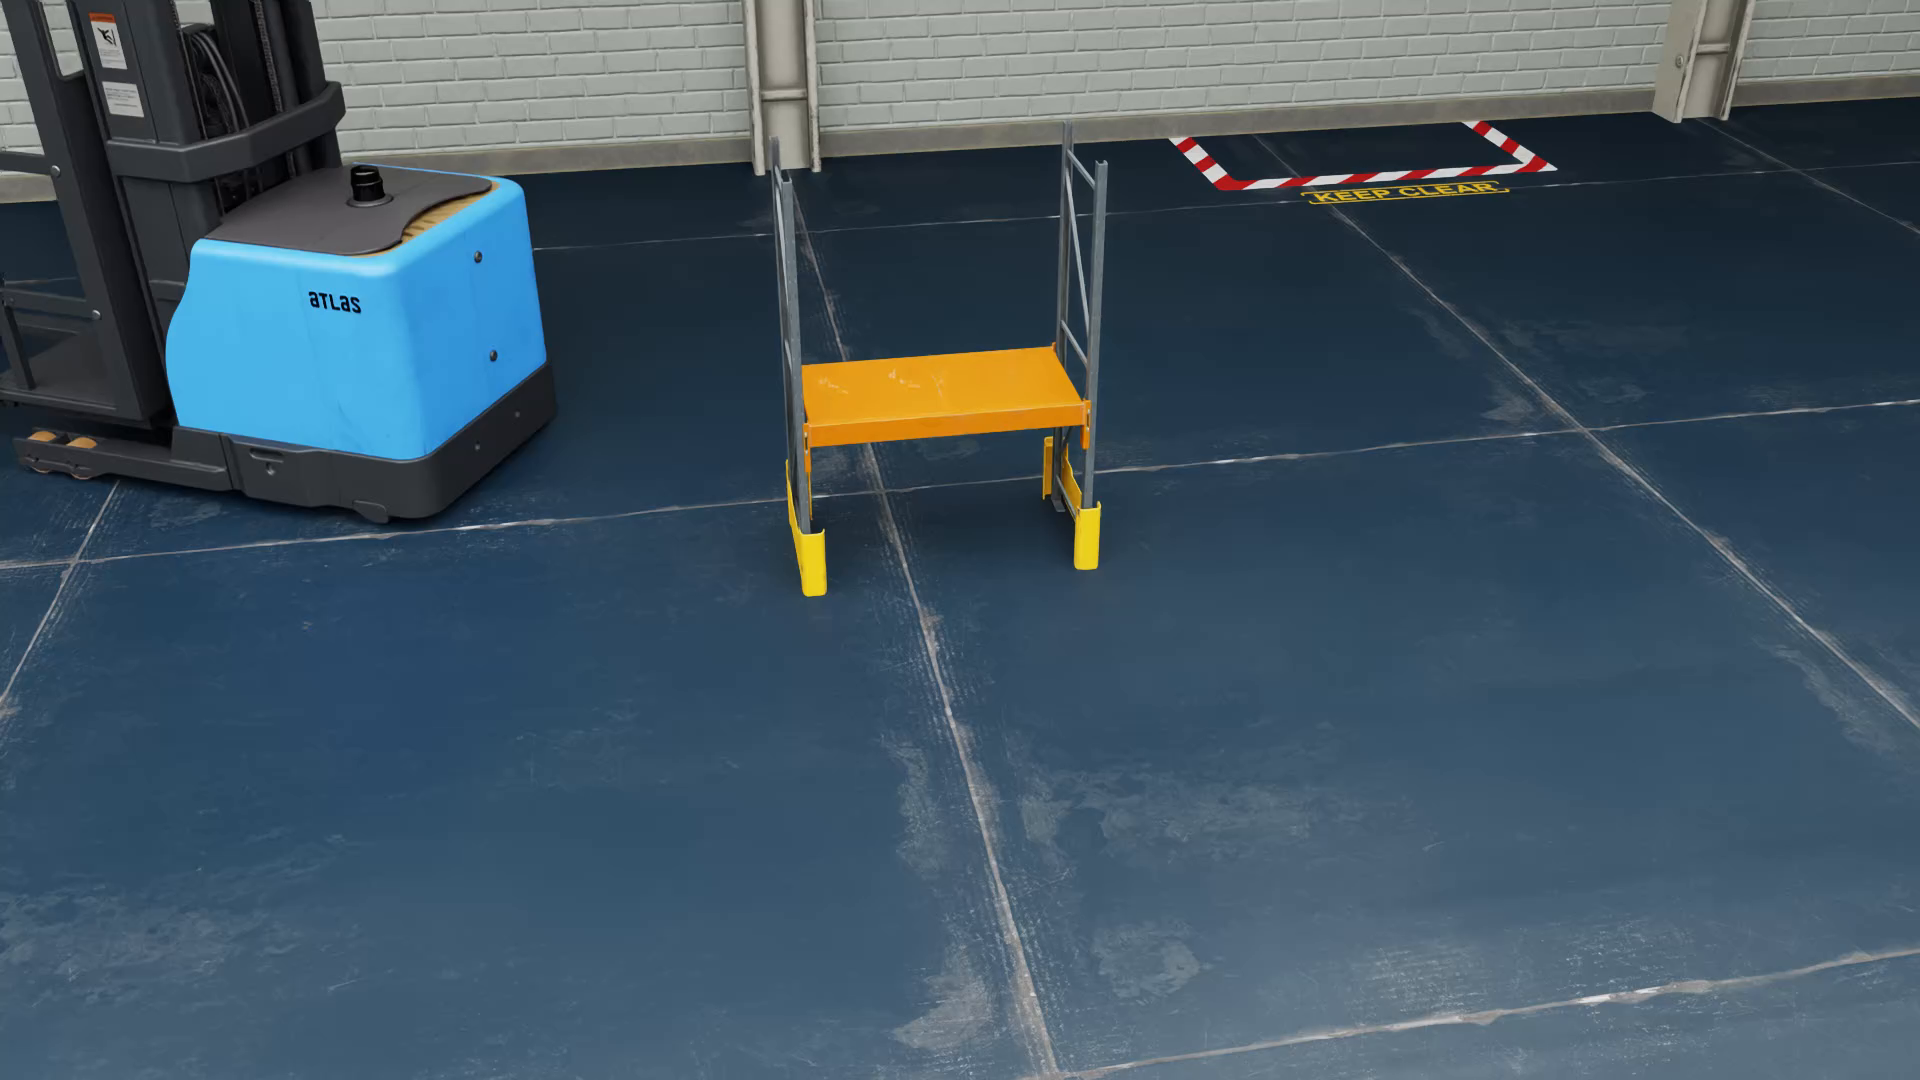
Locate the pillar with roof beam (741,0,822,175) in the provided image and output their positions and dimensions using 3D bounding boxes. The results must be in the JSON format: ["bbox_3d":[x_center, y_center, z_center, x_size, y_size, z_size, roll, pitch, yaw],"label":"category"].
[{"bbox_3d":[-0.282,-4.013,4.197,0.400,9.000,9.100,-5,31,-9],"label":"pillar with roof beam"}]

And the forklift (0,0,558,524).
[{"bbox_3d":[-3.277,-1.749,6.333,3.031,2.935,1.130,9,32,15],"label":"forklift"}]

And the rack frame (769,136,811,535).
[{"bbox_3d":[-0.584,-0.592,5.778,0.032,1.500,0.500,-5,31,-9],"label":"rack frame"}]

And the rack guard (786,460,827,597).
[{"bbox_3d":[-0.565,-0.055,6.097,0.087,0.250,0.587,-5,31,-9],"label":"rack guard"}]

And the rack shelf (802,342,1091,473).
[{"bbox_3d":[-0.084,-0.484,5.948,1.000,0.185,0.538,-5,31,-9],"label":"rack shelf"}]

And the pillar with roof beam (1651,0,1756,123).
[{"bbox_3d":[5.620,-4.561,5.128,0.400,9.000,9.100,-5,31,-9],"label":"pillar with roof beam"}]

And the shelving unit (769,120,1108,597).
[{"bbox_3d":[-0.075,-0.640,5.858,1.083,1.500,0.587,-5,31,-9],"label":"shelving unit"}]

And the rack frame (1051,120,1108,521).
[{"bbox_3d":[0.416,-0.685,5.936,0.032,1.500,0.500,-5,31,-9],"label":"rack frame"}]

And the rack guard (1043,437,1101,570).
[{"bbox_3d":[0.415,-0.146,6.252,0.087,0.250,0.587,-5,31,-9],"label":"rack guard"}]
